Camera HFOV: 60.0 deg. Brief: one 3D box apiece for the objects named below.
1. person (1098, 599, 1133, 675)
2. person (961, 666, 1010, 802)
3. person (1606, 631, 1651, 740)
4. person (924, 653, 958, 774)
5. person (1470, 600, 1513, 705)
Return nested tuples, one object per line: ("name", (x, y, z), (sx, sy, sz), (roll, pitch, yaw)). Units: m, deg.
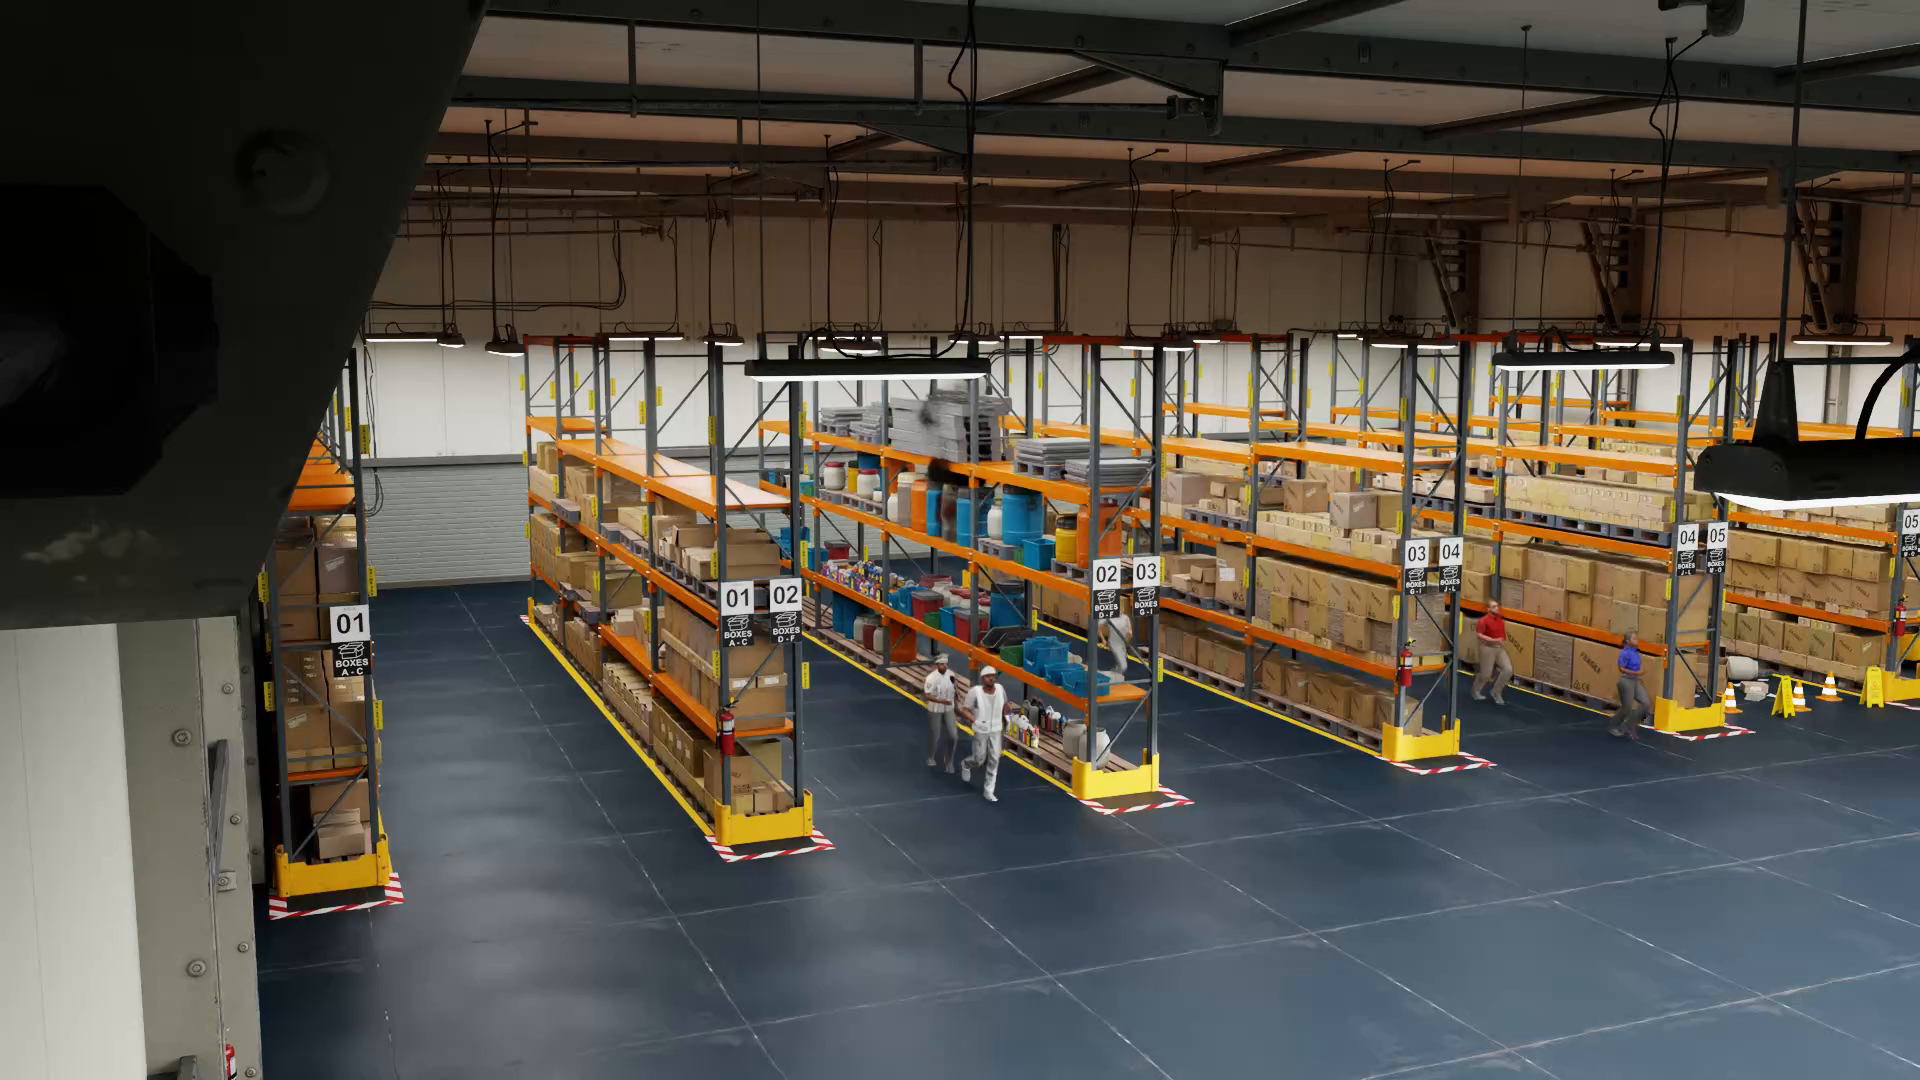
("person", (2.637, 1.817, 27.795), (0.535, 1.685, 0.698), (-6, 9, -36))
("person", (0.345, 2.536, 22.179), (0.699, 1.768, 0.846), (-3, 8, -22))
("person", (10.076, 2.208, 25.060), (0.621, 1.685, 0.637), (7, 11, 44))
("person", (-0.240, 2.430, 23.268), (0.589, 1.756, 0.723), (-4, 8, -26))
("person", (8.779, 1.868, 27.422), (0.665, 1.758, 0.720), (-4, 9, -27))
